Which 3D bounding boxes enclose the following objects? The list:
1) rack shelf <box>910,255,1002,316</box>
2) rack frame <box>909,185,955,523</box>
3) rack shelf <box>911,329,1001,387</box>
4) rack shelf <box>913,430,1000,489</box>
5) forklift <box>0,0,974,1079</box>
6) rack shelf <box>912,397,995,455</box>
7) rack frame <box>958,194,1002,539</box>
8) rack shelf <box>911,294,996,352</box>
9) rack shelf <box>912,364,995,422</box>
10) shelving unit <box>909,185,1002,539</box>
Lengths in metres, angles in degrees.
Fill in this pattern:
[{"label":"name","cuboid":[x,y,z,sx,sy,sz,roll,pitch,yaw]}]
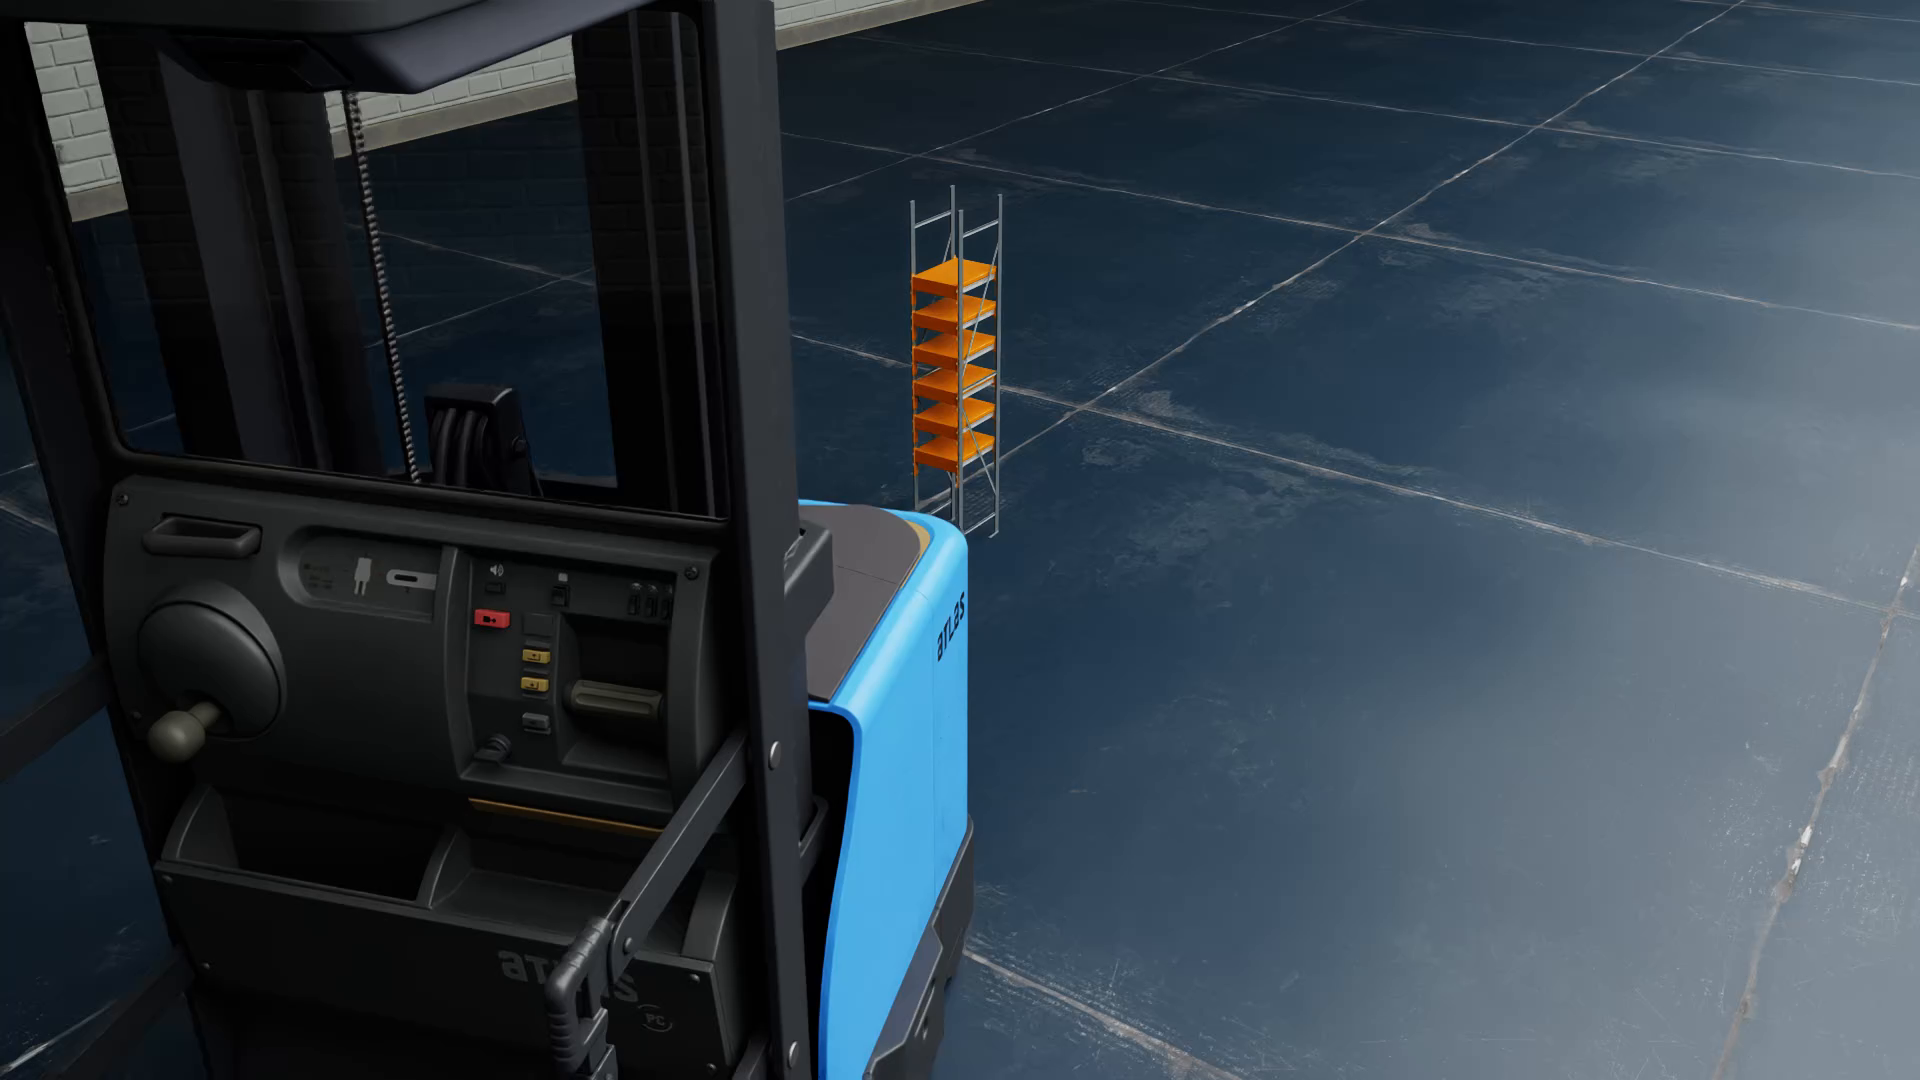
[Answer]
[{"label":"rack shelf","cuboid":[-0.012,-0.820,5.342,0.180,0.103,0.258,17,32,30]},{"label":"rack frame","cuboid":[-0.087,-0.562,5.531,0.006,1.200,0.240,17,32,30]},{"label":"rack shelf","cuboid":[-0.012,-0.606,5.451,0.180,0.103,0.258,17,32,30]},{"label":"rack shelf","cuboid":[-0.012,-0.285,5.614,0.180,0.103,0.258,17,32,30]},{"label":"forklift","cuboid":[-0.839,0.191,2.144,1.130,2.935,3.031,7,28,13]},{"label":"rack shelf","cuboid":[-0.012,-0.392,5.560,0.180,0.103,0.258,17,32,30]},{"label":"rack frame","cuboid":[0.063,-0.515,5.439,0.006,1.200,0.240,17,32,30]},{"label":"rack shelf","cuboid":[-0.012,-0.713,5.396,0.180,0.103,0.258,17,32,30]},{"label":"rack shelf","cuboid":[-0.012,-0.499,5.505,0.180,0.103,0.258,17,32,30]},{"label":"shelving unit","cuboid":[-0.012,-0.538,5.485,0.189,1.200,0.258,17,32,30]}]
